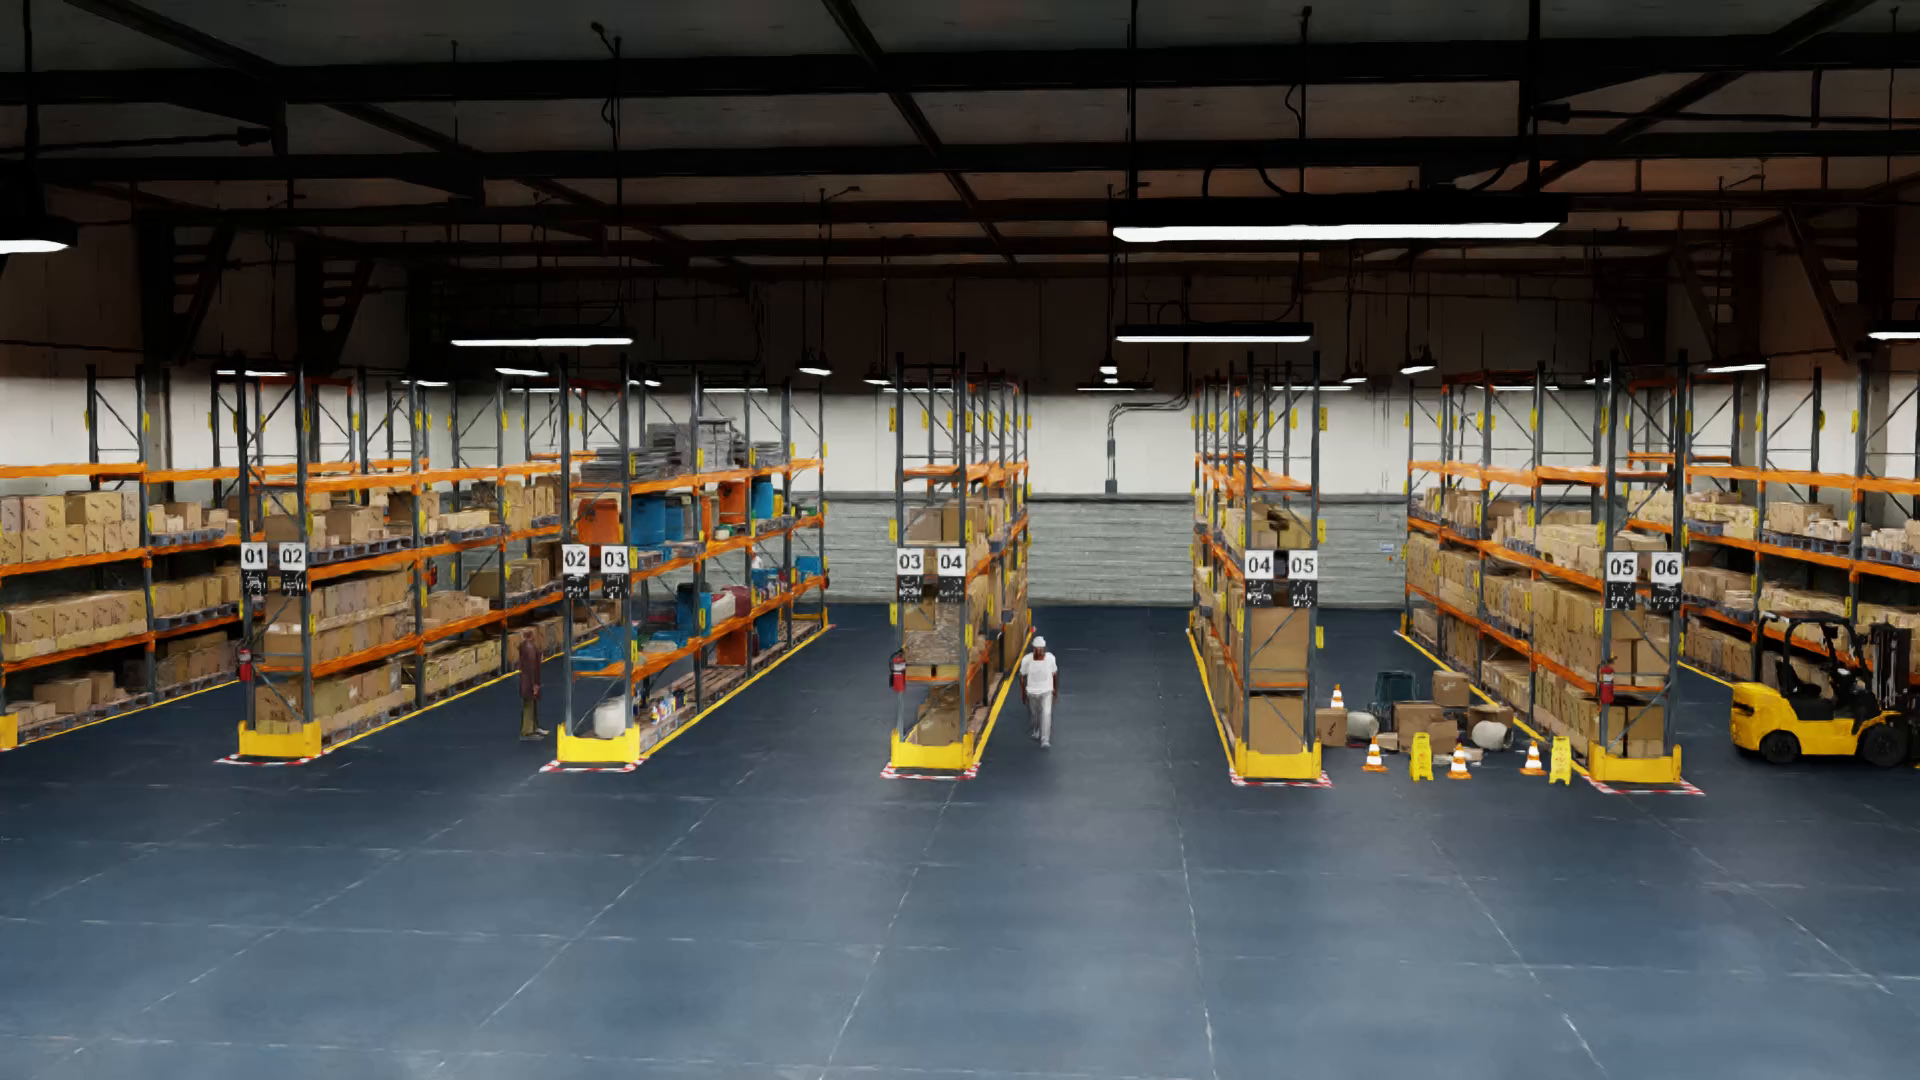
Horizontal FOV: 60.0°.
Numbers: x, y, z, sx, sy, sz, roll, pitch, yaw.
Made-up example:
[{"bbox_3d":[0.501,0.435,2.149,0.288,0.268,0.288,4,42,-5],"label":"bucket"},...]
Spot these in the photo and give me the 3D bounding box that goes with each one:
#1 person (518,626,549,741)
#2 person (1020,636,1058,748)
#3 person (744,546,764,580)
[{"bbox_3d":[-6.715,2.238,26.166,0.514,1.785,0.638,-2,5,-26],"label":"person"},{"bbox_3d":[1.213,2.320,25.720,0.577,1.691,1.121,1,4,8],"label":"person"},{"bbox_3d":[-5.453,1.014,43.917,0.550,1.709,1.128,0,4,3],"label":"person"}]
